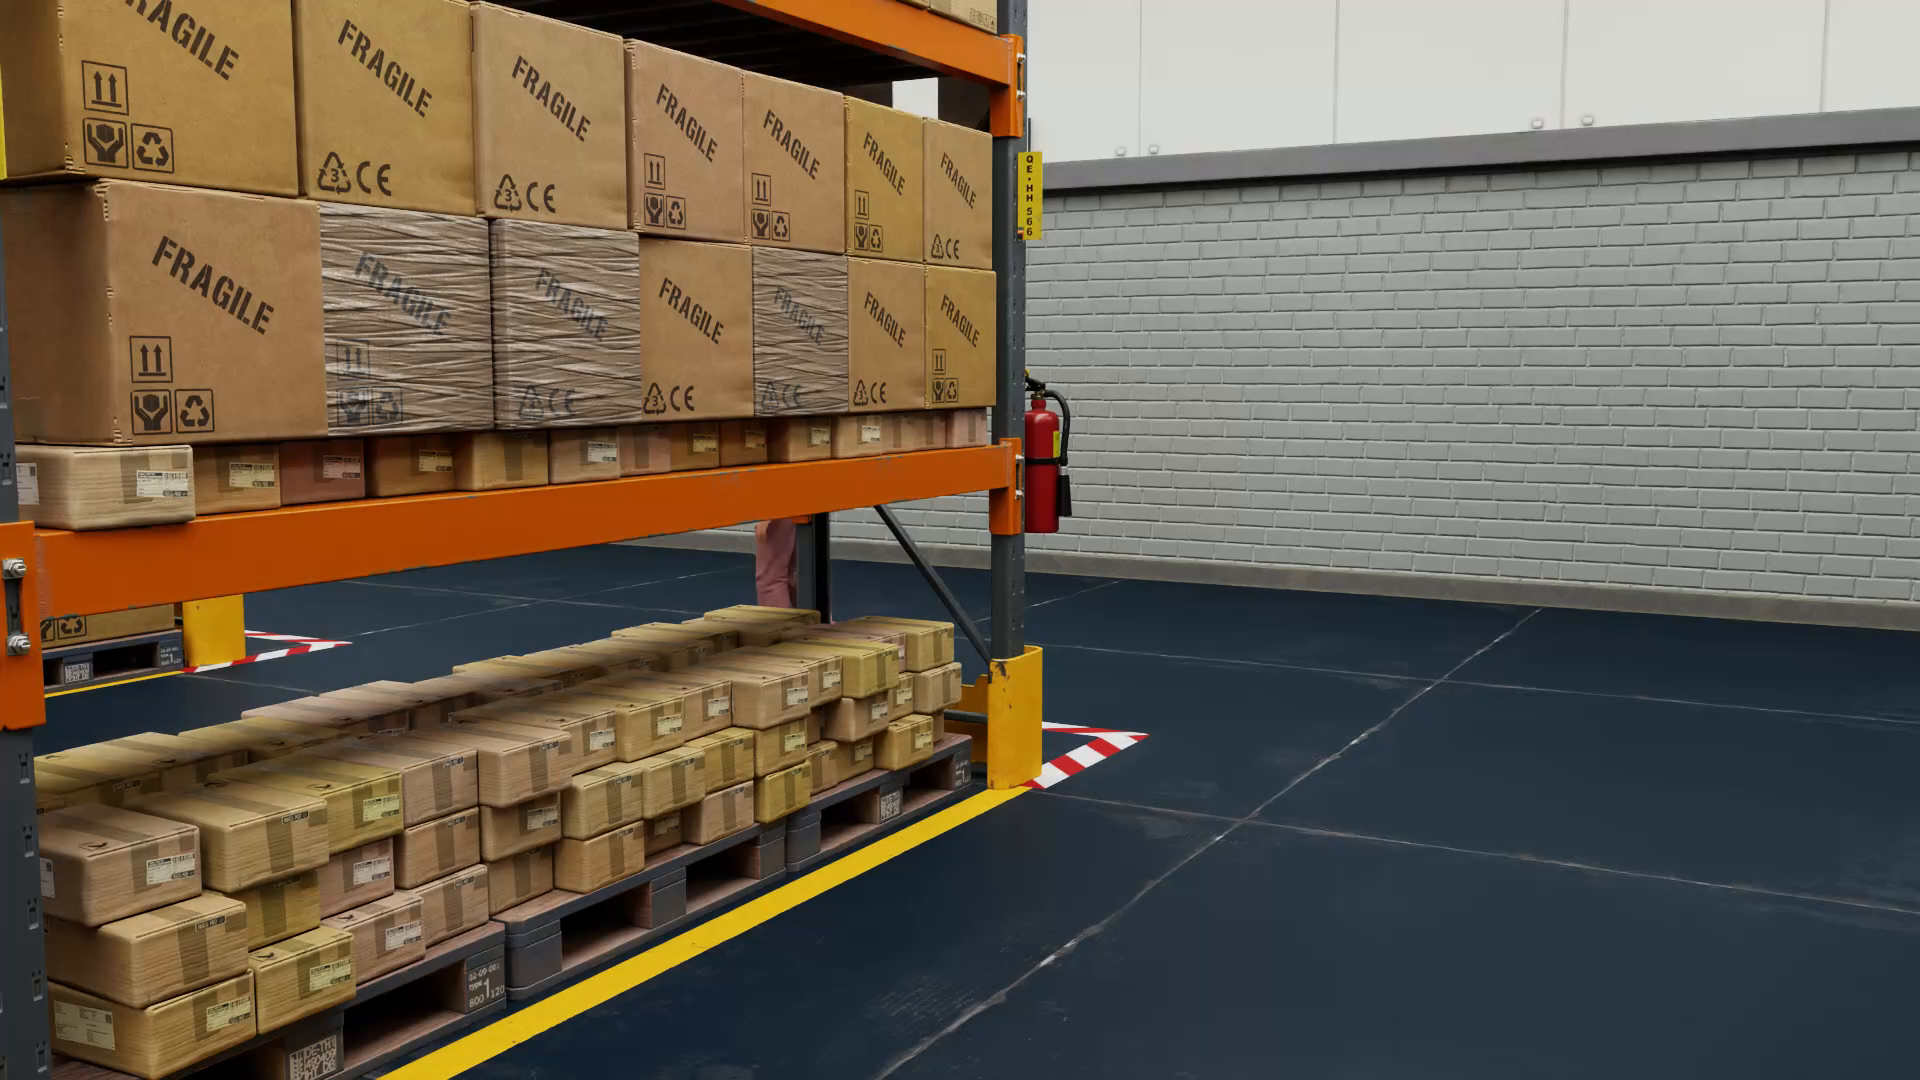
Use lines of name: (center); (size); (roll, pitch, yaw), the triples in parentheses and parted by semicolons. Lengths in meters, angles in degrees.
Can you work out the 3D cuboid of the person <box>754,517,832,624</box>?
person: (-0.902, -0.118, 8.567); (0.525, 1.702, 0.449); (3, 7, 29)
